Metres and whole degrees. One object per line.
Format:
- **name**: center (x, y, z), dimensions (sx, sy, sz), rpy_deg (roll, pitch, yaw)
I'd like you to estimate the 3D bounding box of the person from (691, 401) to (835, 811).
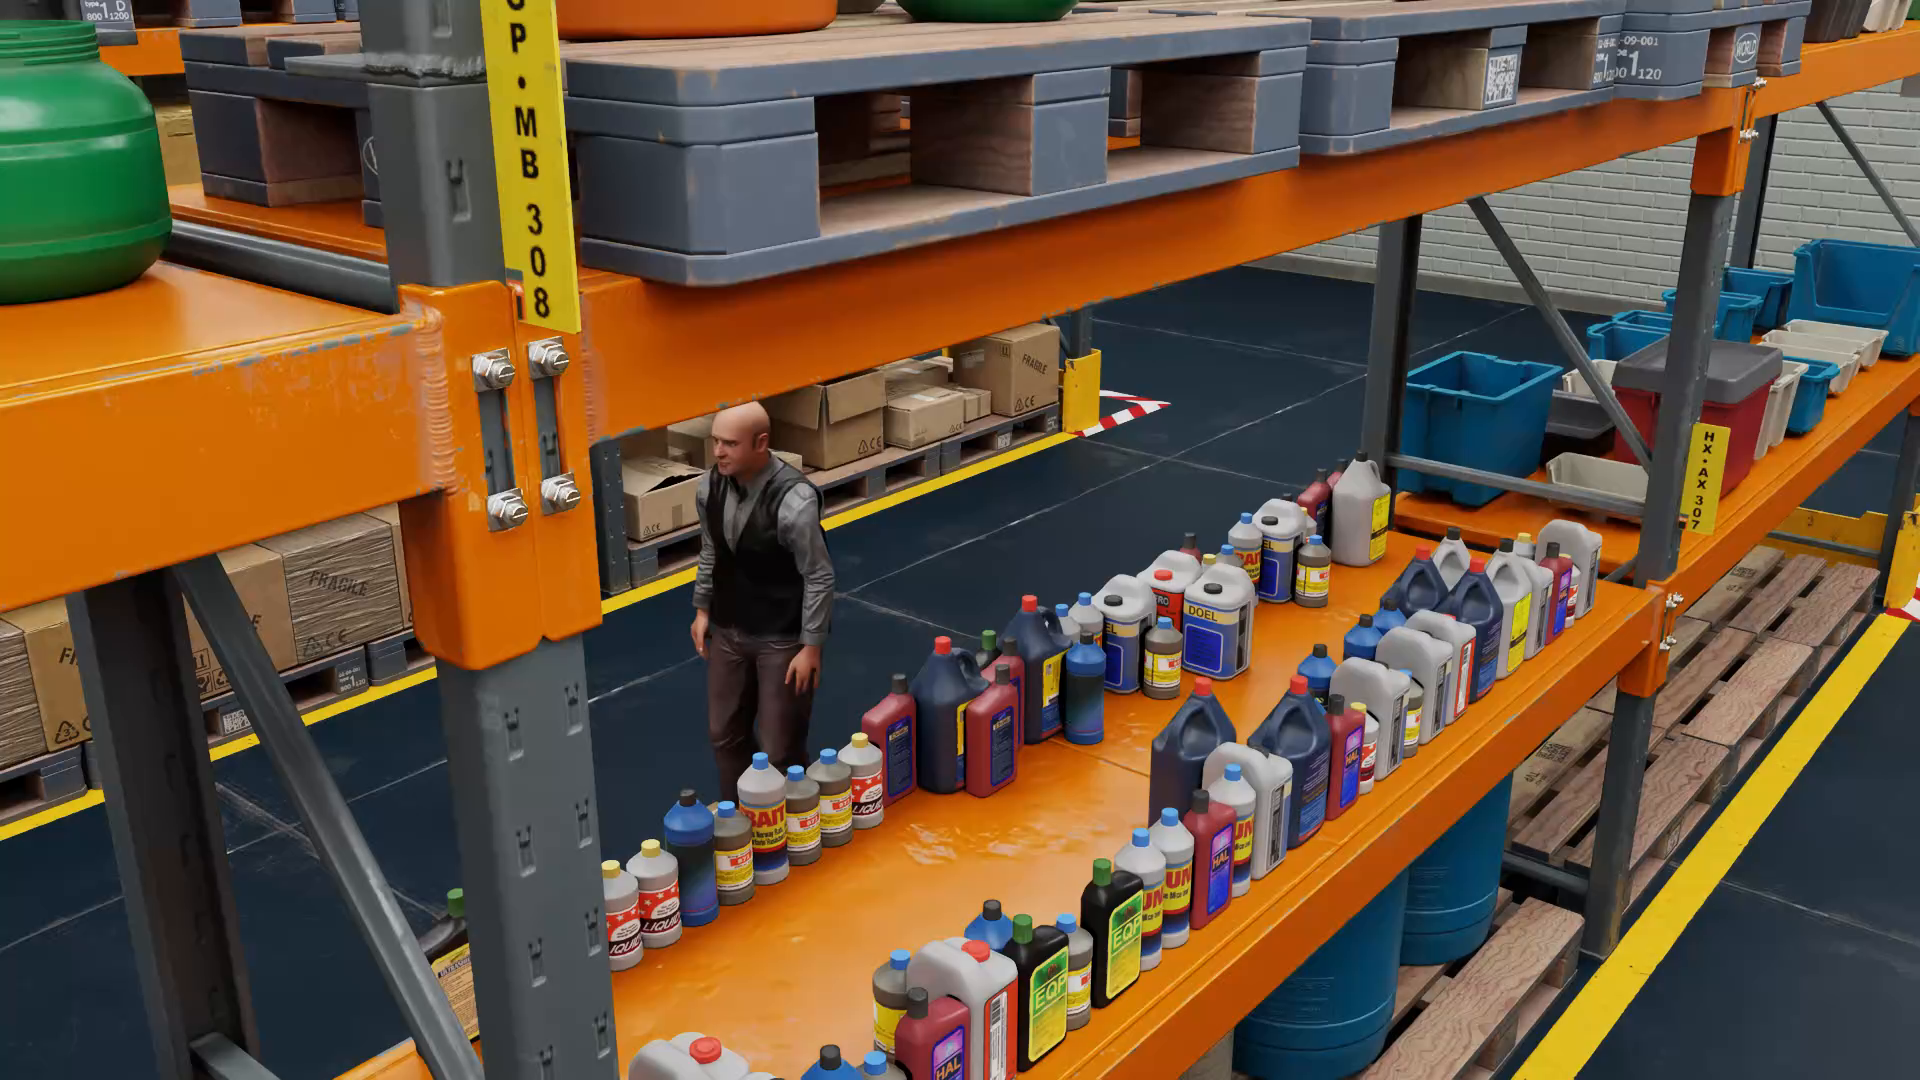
- **person**: center (-0.666, 0.381, 5.720), dimensions (0.584, 1.615, 0.412), rpy_deg (15, 25, 36)
